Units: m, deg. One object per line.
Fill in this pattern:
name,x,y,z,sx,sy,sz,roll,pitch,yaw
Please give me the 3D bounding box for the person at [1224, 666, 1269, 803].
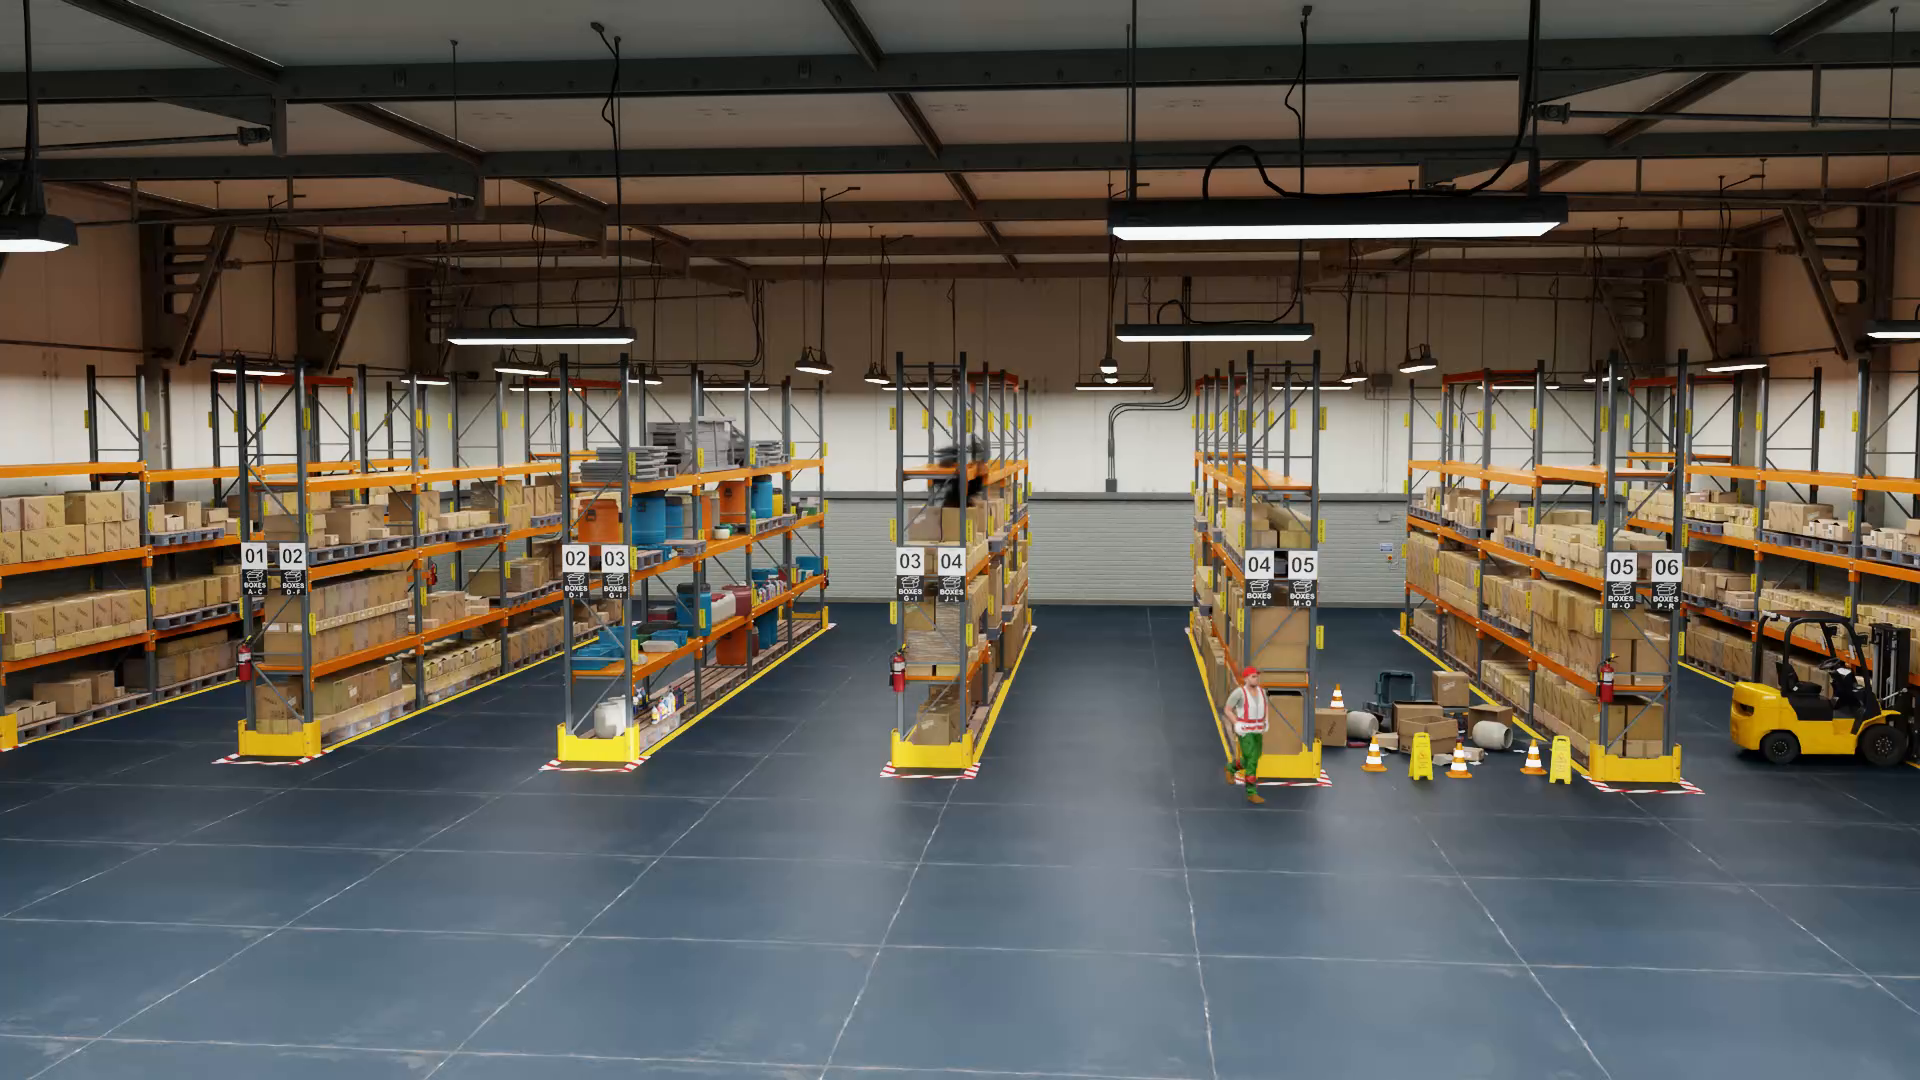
person,3.817,2.545,22.046,0.659,1.777,0.784,-2,5,-30
